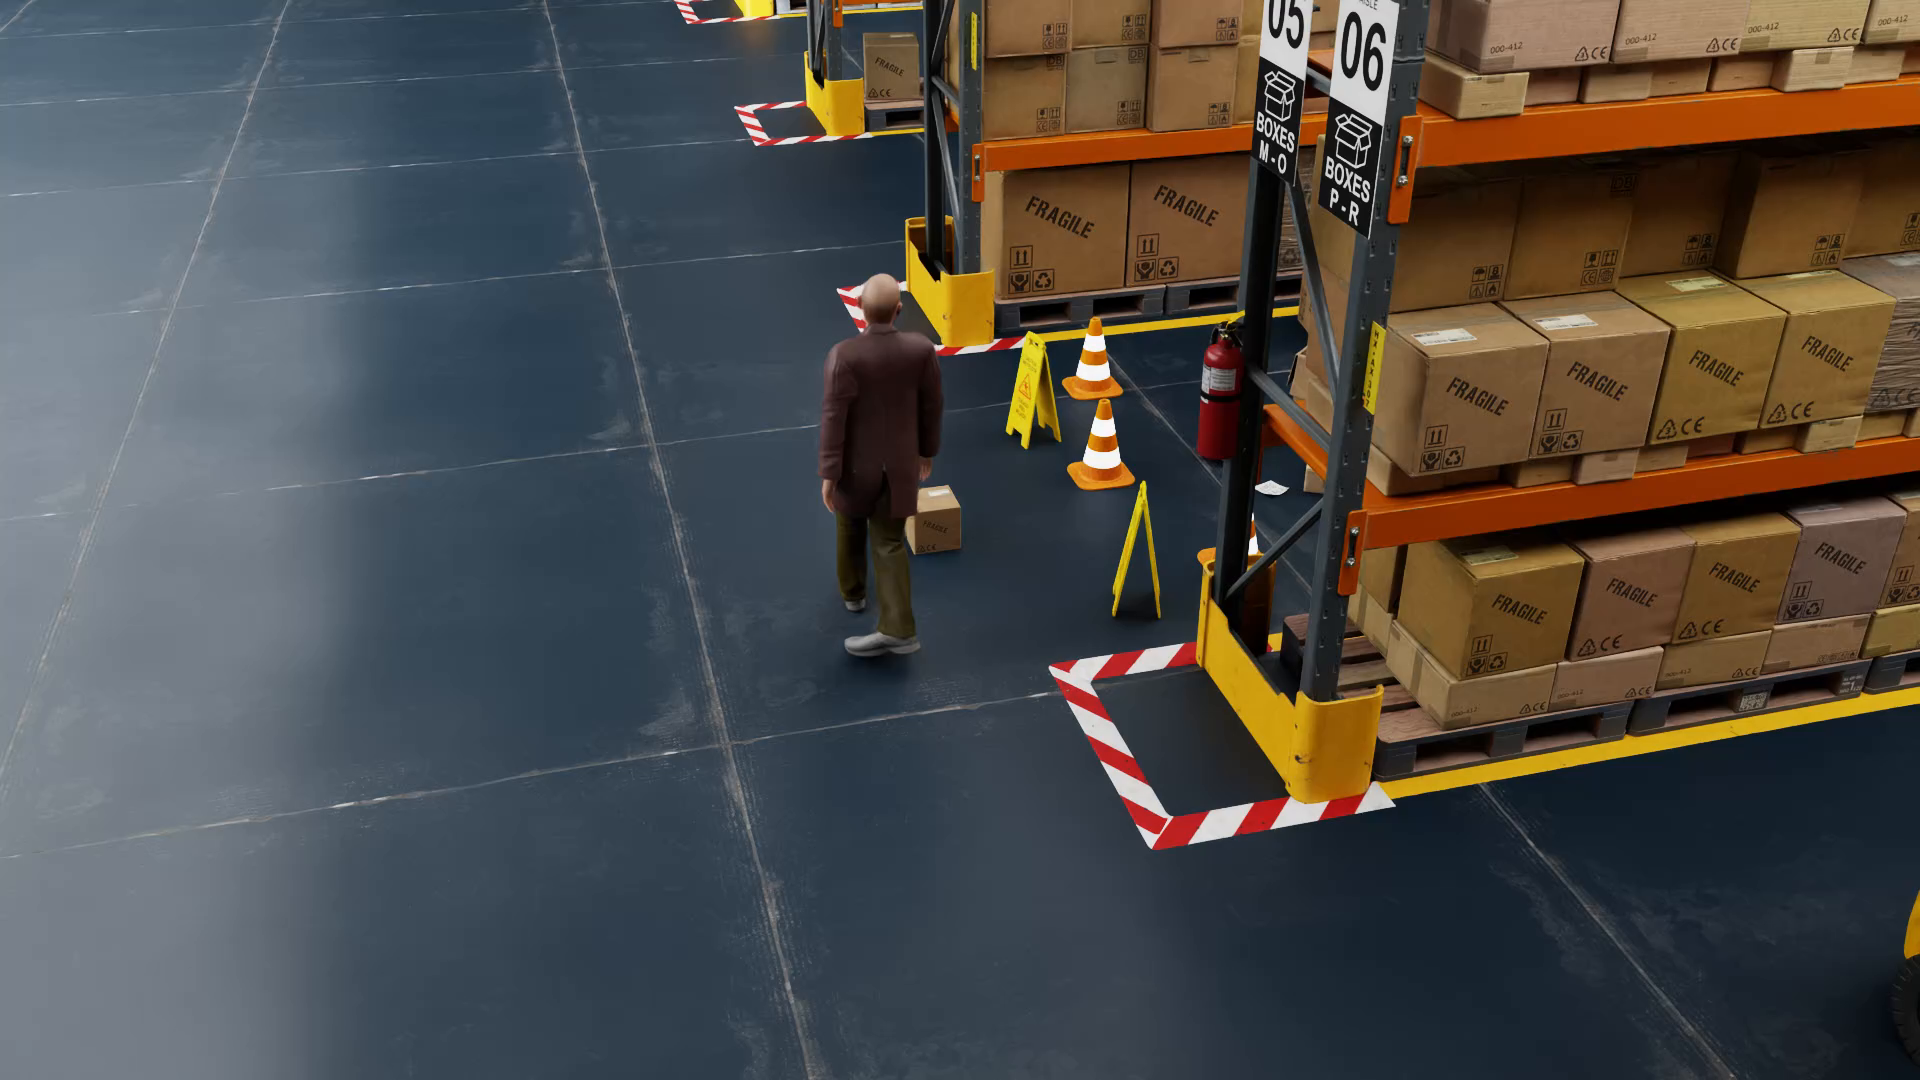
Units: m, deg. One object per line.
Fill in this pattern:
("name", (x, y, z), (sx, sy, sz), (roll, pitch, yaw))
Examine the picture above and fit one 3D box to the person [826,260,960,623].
("person", (-0.325, -0.462, 7.765), (0.638, 1.771, 0.745), (-7, 31, -13))
